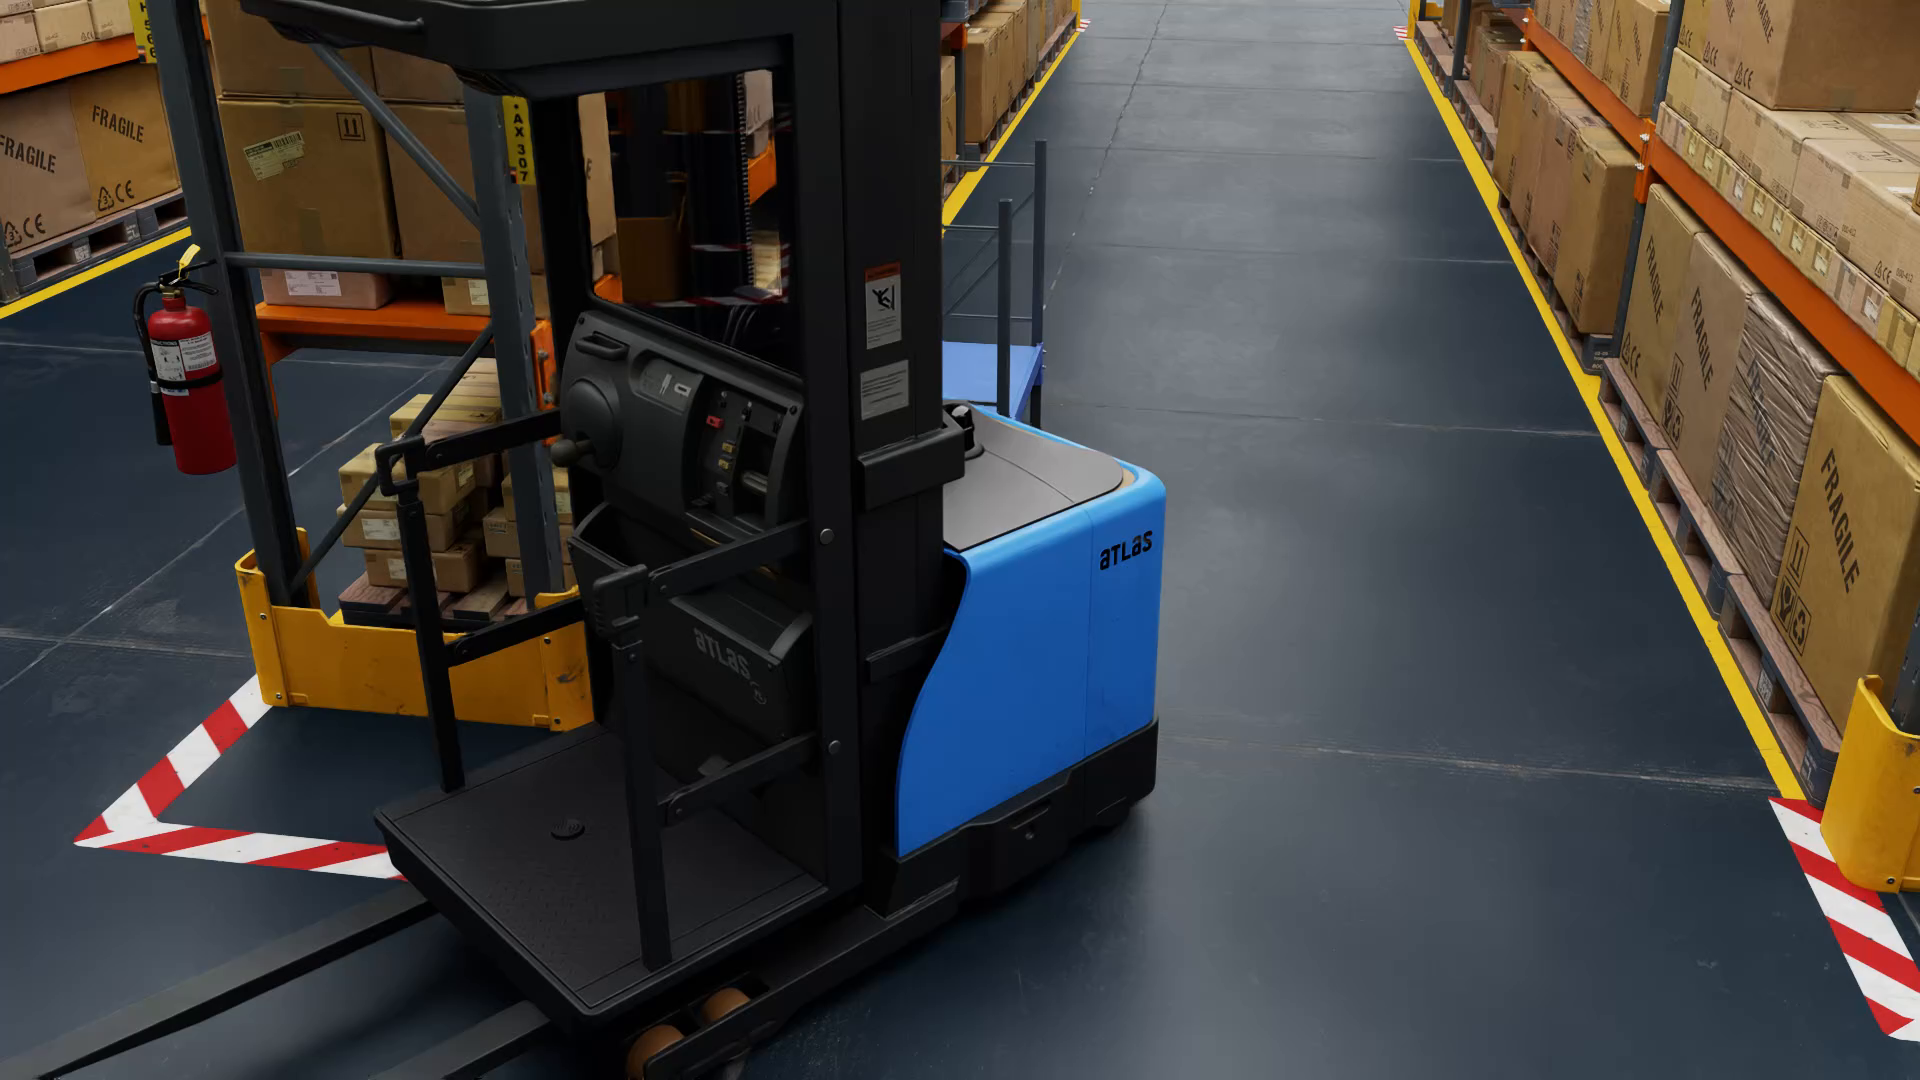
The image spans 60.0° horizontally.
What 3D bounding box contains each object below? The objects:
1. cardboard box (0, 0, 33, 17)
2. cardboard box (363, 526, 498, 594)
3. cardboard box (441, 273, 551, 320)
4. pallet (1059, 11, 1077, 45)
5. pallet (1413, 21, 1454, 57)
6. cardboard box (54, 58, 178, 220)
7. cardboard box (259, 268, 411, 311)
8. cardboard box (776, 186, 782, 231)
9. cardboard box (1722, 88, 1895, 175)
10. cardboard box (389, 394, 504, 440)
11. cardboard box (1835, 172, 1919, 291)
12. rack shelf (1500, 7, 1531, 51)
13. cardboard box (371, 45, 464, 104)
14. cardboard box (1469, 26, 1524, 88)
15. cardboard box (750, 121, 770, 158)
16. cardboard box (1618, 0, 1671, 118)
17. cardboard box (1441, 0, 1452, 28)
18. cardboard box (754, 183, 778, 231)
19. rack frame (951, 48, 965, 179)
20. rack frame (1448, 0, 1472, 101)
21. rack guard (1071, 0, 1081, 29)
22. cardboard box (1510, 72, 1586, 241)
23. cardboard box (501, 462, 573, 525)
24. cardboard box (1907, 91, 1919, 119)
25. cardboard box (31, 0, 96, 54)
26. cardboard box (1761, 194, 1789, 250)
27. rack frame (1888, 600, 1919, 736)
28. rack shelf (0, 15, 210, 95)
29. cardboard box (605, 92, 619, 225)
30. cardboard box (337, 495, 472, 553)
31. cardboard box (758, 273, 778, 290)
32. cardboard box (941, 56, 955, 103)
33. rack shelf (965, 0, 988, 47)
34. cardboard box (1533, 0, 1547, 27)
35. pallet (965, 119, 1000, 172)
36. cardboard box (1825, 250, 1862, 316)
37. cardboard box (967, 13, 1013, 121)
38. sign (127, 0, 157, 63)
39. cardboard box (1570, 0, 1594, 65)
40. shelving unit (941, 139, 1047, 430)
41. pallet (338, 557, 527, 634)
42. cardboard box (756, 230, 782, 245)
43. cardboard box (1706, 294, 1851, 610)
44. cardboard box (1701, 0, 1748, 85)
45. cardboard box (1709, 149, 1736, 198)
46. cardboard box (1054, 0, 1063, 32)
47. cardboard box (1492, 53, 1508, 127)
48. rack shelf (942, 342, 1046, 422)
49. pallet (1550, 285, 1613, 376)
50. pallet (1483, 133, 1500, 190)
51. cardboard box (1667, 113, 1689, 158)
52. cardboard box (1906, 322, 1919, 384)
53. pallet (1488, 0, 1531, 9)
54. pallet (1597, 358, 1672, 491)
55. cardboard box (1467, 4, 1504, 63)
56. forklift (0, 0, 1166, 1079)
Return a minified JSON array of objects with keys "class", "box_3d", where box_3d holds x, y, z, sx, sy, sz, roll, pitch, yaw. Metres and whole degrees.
[{"class":"cardboard box","box_3d":[-5.669,-3.105,9.432,0.500,0.250,0.500,3,25,7]},{"class":"cardboard box","box_3d":[-1.893,0.058,5.955,0.380,0.149,0.250,4,25,9]},{"class":"cardboard box","box_3d":[-1.397,-0.807,5.232,0.380,0.149,0.250,4,25,8]},{"class":"pallet","box_3d":[0.788,-5.897,19.099,1.003,0.211,1.213,4,25,9]},{"class":"pallet","box_3d":[5.539,-5.482,18.212,1.003,0.211,1.213,4,25,9]},{"class":"cardboard box","box_3d":[-5.857,-2.653,10.890,0.875,0.875,0.875,5,26,10]},{"class":"cardboard box","box_3d":[-1.998,-0.850,5.324,0.380,0.149,0.250,4,25,9]},{"class":"cardboard box","box_3d":[-0.737,-1.830,9.574,0.500,0.500,0.500,5,26,11]},{"class":"cardboard box","box_3d":[3.257,-1.559,6.368,0.500,0.250,0.500,5,25,10]},{"class":"cardboard box","box_3d":[-1.922,-0.434,6.304,0.380,0.149,0.250,3,25,7]},{"class":"cardboard box","box_3d":[3.005,-0.922,5.008,0.500,0.250,0.500,4,25,8]},{"class":"rack shelf","box_3d":[4.738,-4.279,13.201,1.077,0.370,4.000,4,25,9]},{"class":"cardboard box","box_3d":[-1.438,-1.610,5.004,0.500,0.500,0.500,4,25,8]},{"class":"cardboard box","box_3d":[4.943,-4.253,14.727,0.700,0.500,0.500,2,25,4]},{"class":"cardboard box","box_3d":[-1.053,-1.787,7.325,0.380,0.149,0.250,3,25,6]},{"class":"cardboard box","box_3d":[3.565,-2.355,8.125,0.500,0.500,0.500,4,25,9]},{"class":"cardboard box","box_3d":[5.600,-5.912,18.295,0.500,0.500,0.500,9,27,18]},{"class":"cardboard box","box_3d":[-1.247,-1.866,9.652,0.500,0.500,0.500,4,25,8]},{"class":"rack frame","box_3d":[-0.465,-4.154,12.086,1.000,3.000,0.127,4,25,9]},{"class":"rack frame","box_3d":[5.065,-5.441,14.836,1.000,3.000,0.127,4,25,9]},{"class":"rack guard","box_3d":[0.846,-6.378,19.786,1.175,0.500,0.348,4,25,9]},{"class":"cardboard box","box_3d":[4.125,-2.336,10.214,1.225,0.875,0.875,4,25,9]},{"class":"cardboard box","box_3d":[-1.352,-0.172,5.745,0.380,0.149,0.250,3,25,6]},{"class":"cardboard box","box_3d":[3.779,-1.529,6.304,0.500,0.250,0.500,5,25,10]},{"class":"cardboard box","box_3d":[-5.604,-3.096,10.003,0.500,0.250,0.500,3,25,7]},{"class":"cardboard box","box_3d":[3.087,-1.119,5.900,0.380,0.149,0.250,5,25,10]},{"class":"rack frame","box_3d":[3.104,-0.422,4.114,1.000,3.000,0.127,4,25,9]},{"class":"rack shelf","box_3d":[-5.692,-3.292,11.094,1.077,0.370,4.000,4,25,9]},{"class":"cardboard box","box_3d":[-1.365,-1.382,5.696,0.500,0.500,0.500,4,25,9]},{"class":"cardboard box","box_3d":[-1.968,-0.082,5.904,0.380,0.149,0.250,3,25,7]},{"class":"cardboard box","box_3d":[-1.076,-1.165,7.867,0.380,0.149,0.250,5,26,10]},{"class":"cardboard box","box_3d":[-0.319,-3.247,11.718,0.500,0.250,0.500,3,25,7]},{"class":"rack shelf","box_3d":[-0.139,-4.665,14.026,1.077,0.370,4.000,4,25,9]},{"class":"cardboard box","box_3d":[4.063,-3.629,10.847,0.500,0.500,0.500,5,26,10]},{"class":"pallet","box_3d":[-0.262,-3.216,13.371,1.003,0.211,1.213,4,25,9]},{"class":"cardboard box","box_3d":[2.962,-0.799,5.214,0.380,0.149,0.250,4,25,9]},{"class":"cardboard box","box_3d":[-0.138,-3.940,13.787,1.050,0.750,0.750,4,25,9]},{"class":"sign","box_3d":[-2.317,-1.522,4.726,0.100,0.325,0.005,4,25,9]},{"class":"cardboard box","box_3d":[3.818,-2.990,9.481,0.500,0.500,0.500,4,25,9]},{"class":"shelving unit","box_3d":[0.014,-0.715,6.508,0.538,1.500,1.048,4,25,9]},{"class":"pallet","box_3d":[-1.593,0.086,6.318,1.003,0.211,1.213,4,25,9]},{"class":"cardboard box","box_3d":[-0.920,-1.483,8.545,0.380,0.149,0.250,5,25,10]},{"class":"cardboard box","box_3d":[3.278,-0.304,5.872,0.875,0.875,0.875,4,25,9]},{"class":"cardboard box","box_3d":[3.339,-2.114,6.668,0.500,0.500,0.500,4,25,9]},{"class":"cardboard box","box_3d":[3.213,-1.443,6.592,0.380,0.149,0.250,4,25,8]},{"class":"cardboard box","box_3d":[0.655,-6.071,18.194,0.875,0.875,0.875,4,25,8]},{"class":"cardboard box","box_3d":[4.665,-3.587,13.305,0.700,0.500,0.500,6,26,13]},{"class":"rack shelf","box_3d":[0.014,-0.552,6.585,0.538,0.185,1.000,4,25,9]},{"class":"pallet","box_3d":[3.809,-1.160,8.979,1.003,0.211,1.213,4,25,9]},{"class":"pallet","box_3d":[4.540,-2.832,12.551,1.003,0.211,1.213,4,25,9]},{"class":"cardboard box","box_3d":[3.338,-1.771,7.291,0.380,0.149,0.250,3,25,7]},{"class":"cardboard box","box_3d":[2.837,-0.480,4.534,0.380,0.149,0.250,5,25,10]},{"class":"pallet","box_3d":[4.423,-3.987,11.955,1.213,0.211,1.003,4,25,9]},{"class":"pallet","box_3d":[3.556,-0.520,7.611,1.003,0.211,1.213,4,25,9]},{"class":"cardboard box","box_3d":[5.256,-4.904,16.141,0.500,0.500,0.500,13,28,25]},{"class":"forklift","box_3d":[-0.836,-0.257,3.843,3.031,2.935,1.130,-21,33,-38]}]
